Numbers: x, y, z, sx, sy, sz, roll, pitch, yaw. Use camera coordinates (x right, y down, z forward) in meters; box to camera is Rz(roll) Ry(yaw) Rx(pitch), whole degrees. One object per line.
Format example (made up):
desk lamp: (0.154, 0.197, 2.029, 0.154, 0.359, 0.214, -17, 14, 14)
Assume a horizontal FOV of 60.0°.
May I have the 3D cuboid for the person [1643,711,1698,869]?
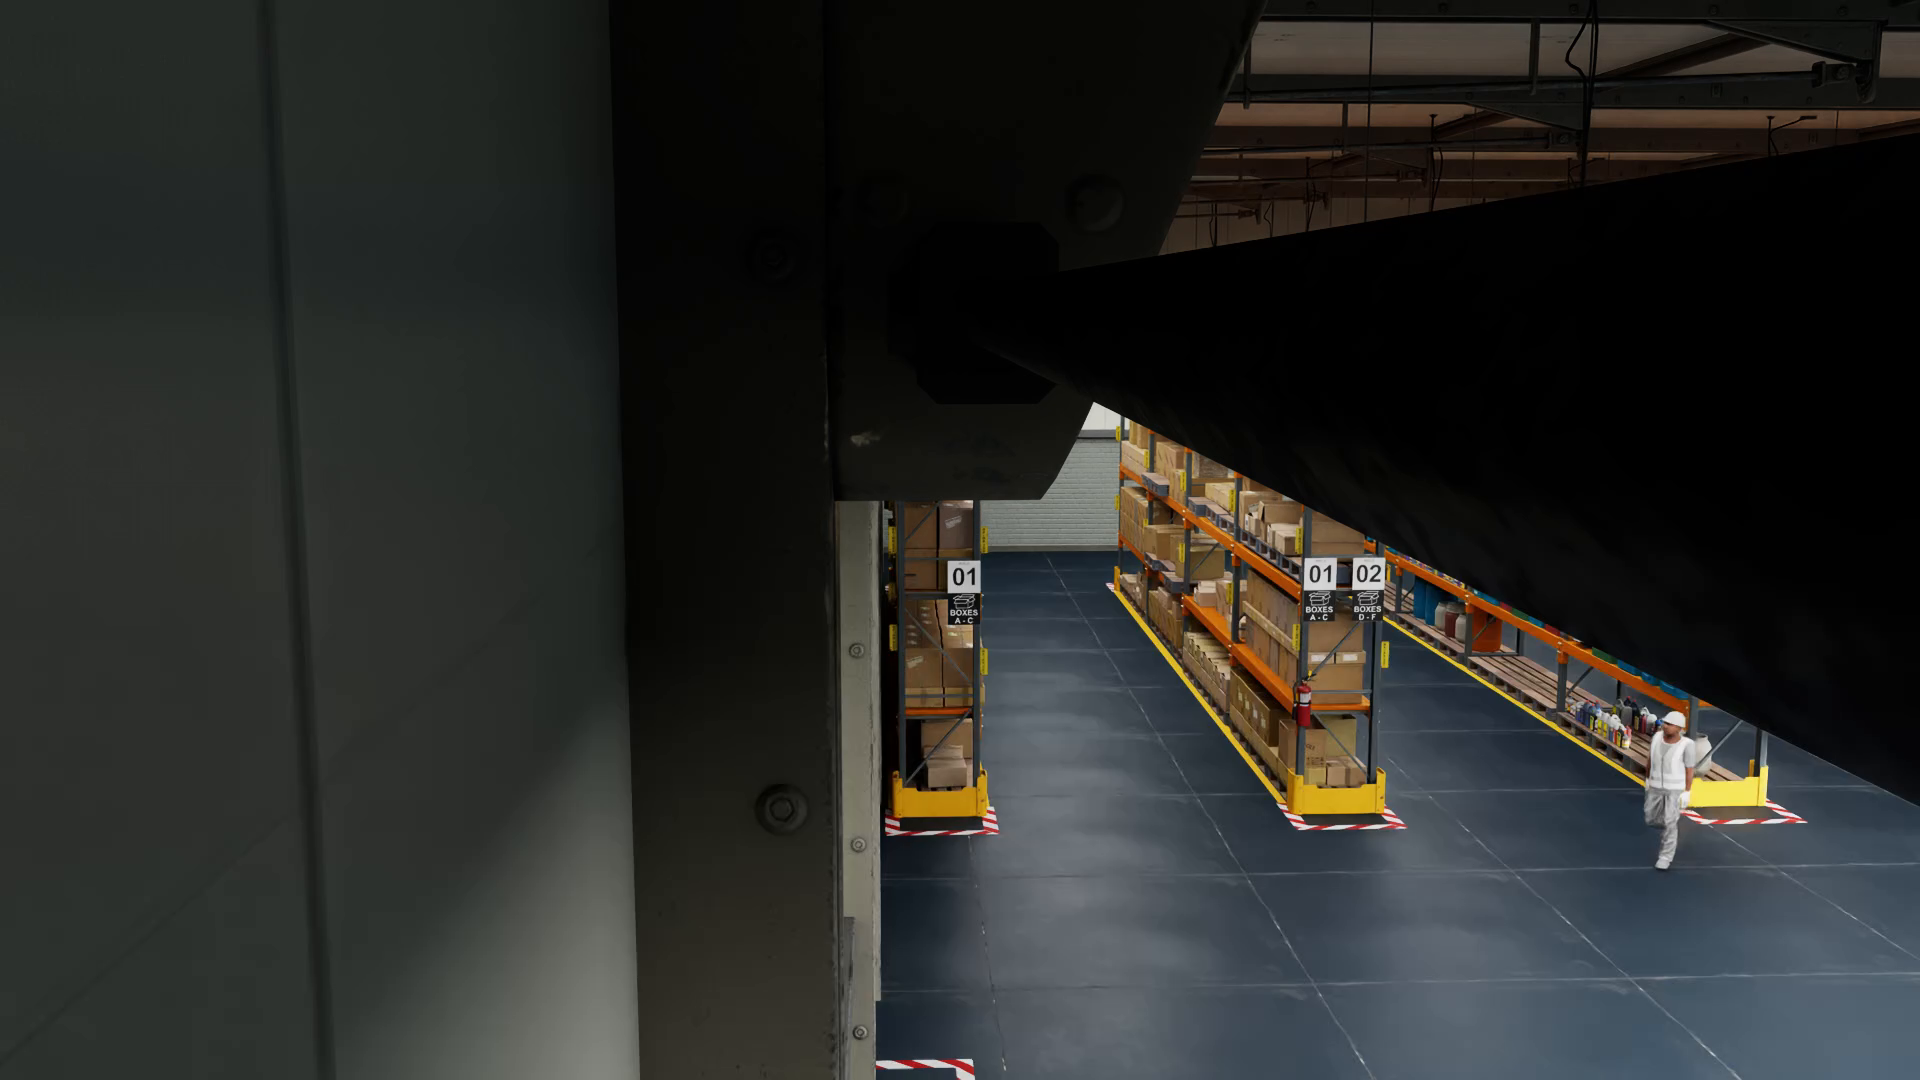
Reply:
person: (7.980, 2.768, 18.672, 0.558, 1.769, 0.711, 8, 11, 44)
